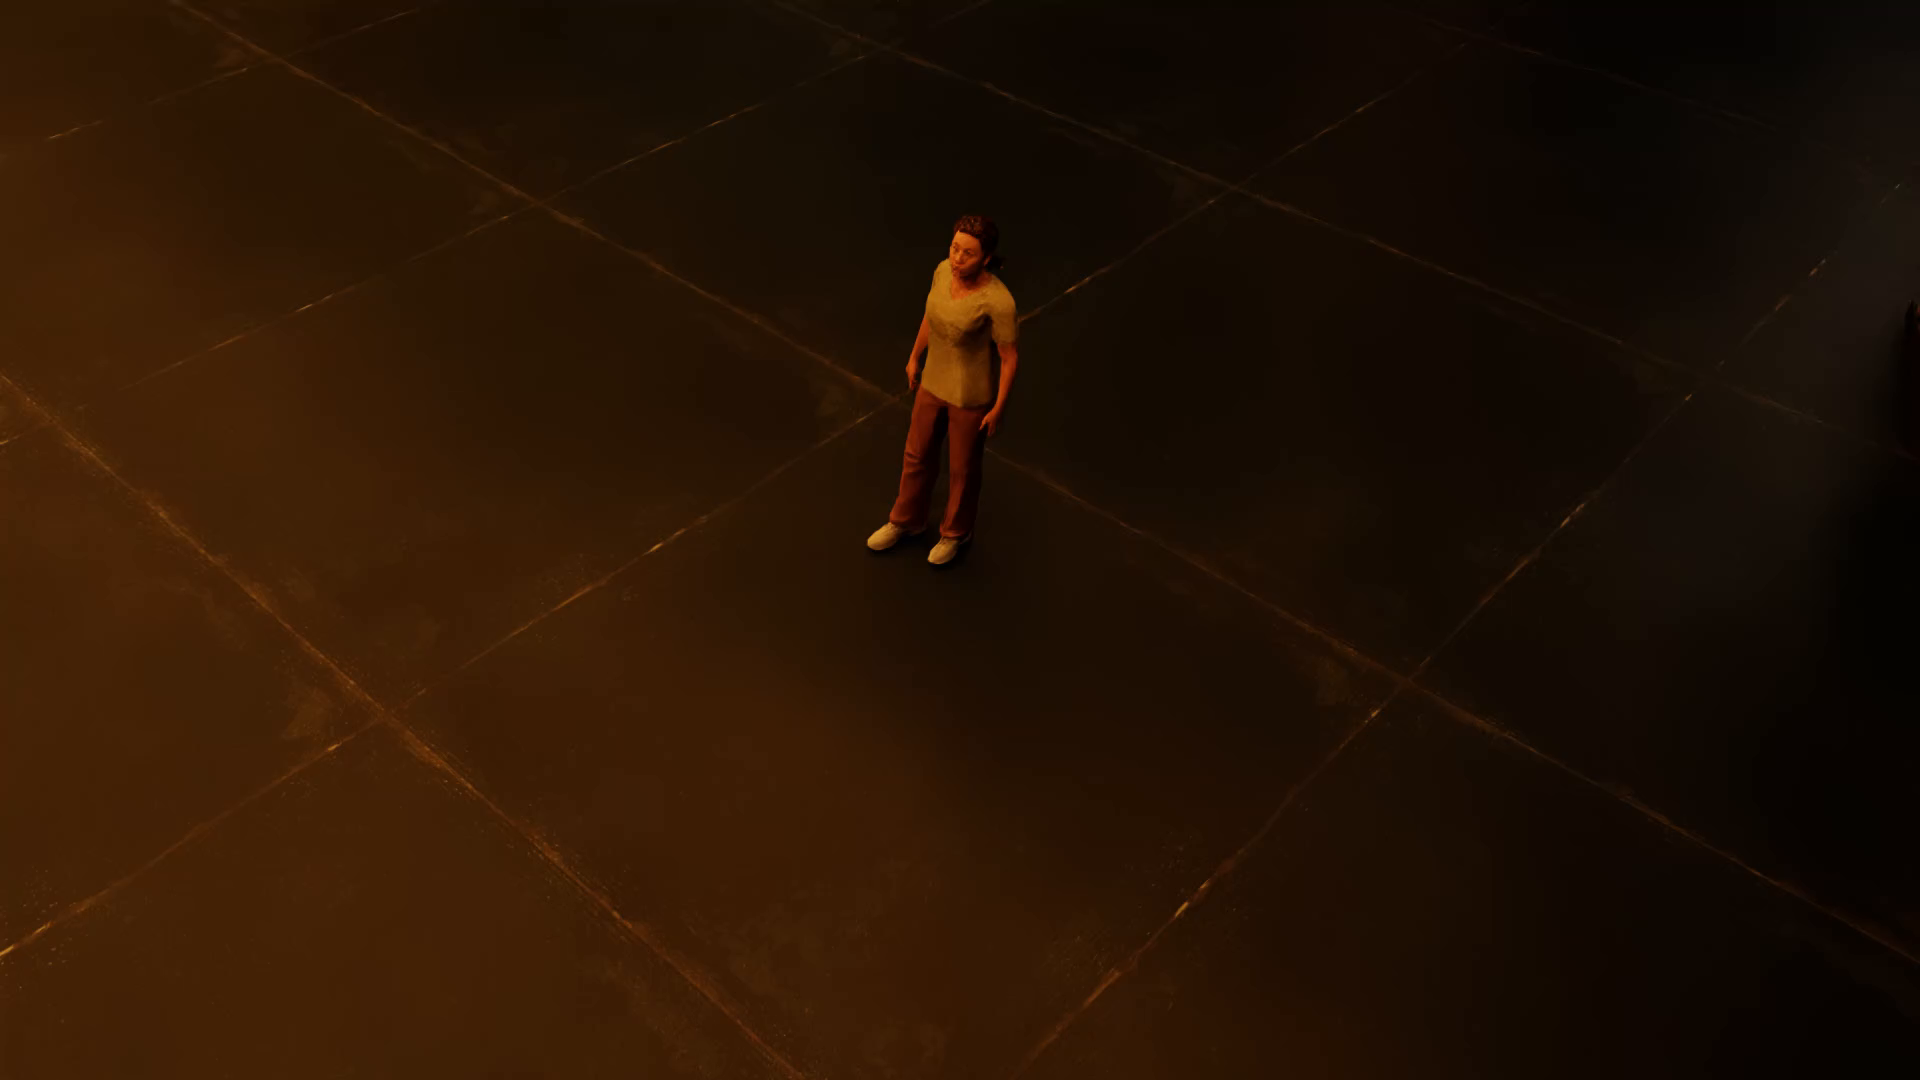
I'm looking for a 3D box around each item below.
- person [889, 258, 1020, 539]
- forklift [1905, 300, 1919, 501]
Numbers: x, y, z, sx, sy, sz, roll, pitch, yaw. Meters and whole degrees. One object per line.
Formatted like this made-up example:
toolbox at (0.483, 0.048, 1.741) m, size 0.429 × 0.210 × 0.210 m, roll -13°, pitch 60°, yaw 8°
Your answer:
person at (-0.024, -0.561, 7.175) m, size 0.521 × 1.362 × 0.395 m, roll 31°, pitch 49°, yaw 31°
forklift at (5.510, -1.940, 7.689) m, size 1.130 × 2.935 × 3.031 m, roll 15°, pitch 43°, yaw 17°
